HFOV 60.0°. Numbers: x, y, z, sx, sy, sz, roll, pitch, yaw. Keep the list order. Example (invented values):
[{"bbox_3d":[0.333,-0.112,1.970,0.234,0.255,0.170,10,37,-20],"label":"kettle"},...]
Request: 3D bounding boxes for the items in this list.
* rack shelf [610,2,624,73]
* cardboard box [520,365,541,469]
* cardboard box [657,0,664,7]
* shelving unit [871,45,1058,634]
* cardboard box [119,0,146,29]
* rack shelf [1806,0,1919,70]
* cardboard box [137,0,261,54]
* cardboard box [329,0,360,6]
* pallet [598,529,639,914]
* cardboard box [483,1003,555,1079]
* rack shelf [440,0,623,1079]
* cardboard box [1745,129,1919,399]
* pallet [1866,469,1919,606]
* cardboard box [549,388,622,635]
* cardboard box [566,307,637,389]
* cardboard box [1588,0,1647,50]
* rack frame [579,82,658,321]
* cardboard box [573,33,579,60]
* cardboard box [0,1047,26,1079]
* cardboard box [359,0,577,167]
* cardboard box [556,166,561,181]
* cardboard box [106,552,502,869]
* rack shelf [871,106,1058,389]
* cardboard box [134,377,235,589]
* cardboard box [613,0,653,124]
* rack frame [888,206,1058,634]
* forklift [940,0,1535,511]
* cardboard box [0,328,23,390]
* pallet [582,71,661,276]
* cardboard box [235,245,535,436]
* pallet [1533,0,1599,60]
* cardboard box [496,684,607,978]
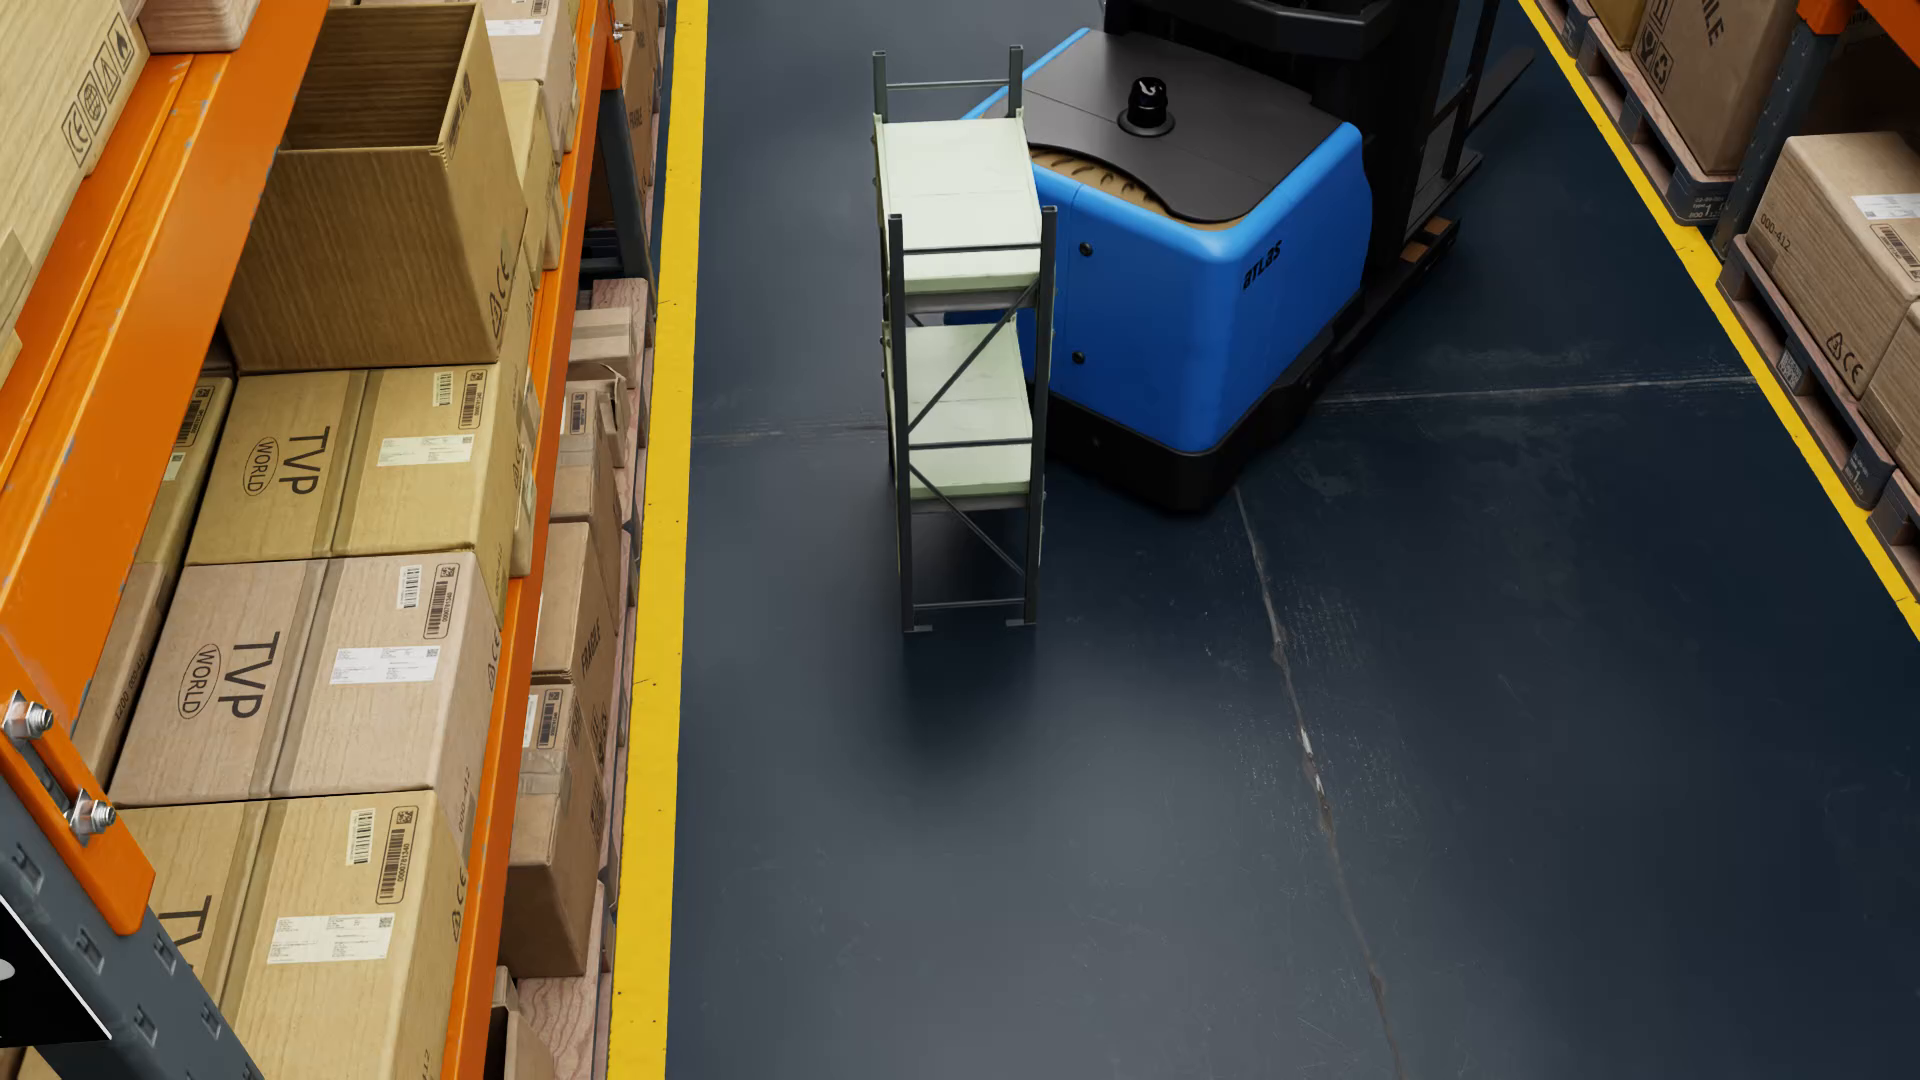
[{"bbox_3d":[-1.767,-3.038,6.557,1.077,0.370,4.000,-3,47,-3],"label":"rack shelf"},{"bbox_3d":[-1.119,-0.237,3.582,0.380,0.149,0.250,-3,47,-2],"label":"cardboard box"},{"bbox_3d":[-1.544,-2.609,7.087,0.500,0.500,0.500,-5,47,-5],"label":"cardboard box"},{"bbox_3d":[-0.002,-0.519,4.708,0.431,1.500,0.755,-3,47,-3],"label":"shelving unit"},{"bbox_3d":[-1.092,-0.731,1.709,0.500,0.250,0.500,-3,47,-3],"label":"cardboard box"},{"bbox_3d":[3.514,-0.449,4.104,1.077,0.370,4.000,-3,47,-3],"label":"rack shelf"},{"bbox_3d":[-1.030,-0.696,1.950,0.380,0.149,0.250,-3,47,-2],"label":"cardboard box"},{"bbox_3d":[-1.778,-1.152,4.174,0.500,0.250,0.500,-4,47,-4],"label":"cardboard box"},{"bbox_3d":[-1.437,0.502,4.629,1.003,0.211,1.213,-3,47,-3],"label":"pallet"},{"bbox_3d":[-1.221,1.321,3.363,0.797,0.503,0.637,-5,47,-5],"label":"cardboard box"},{"bbox_3d":[-1.432,-0.144,3.816,1.077,0.370,4.000,-3,47,-3],"label":"rack shelf"},{"bbox_3d":[3.292,-0.946,5.555,0.875,0.438,0.875,-4,47,-4],"label":"cardboard box"},{"bbox_3d":[3.438,0.256,4.863,1.003,0.211,1.213,-3,47,-3],"label":"pallet"},{"bbox_3d":[-1.341,-0.050,4.663,0.700,0.500,0.500,-5,47,-5],"label":"cardboard box"},{"bbox_3d":[-1.260,-0.617,5.443,0.380,0.149,0.250,-5,47,-4],"label":"cardboard box"},{"bbox_3d":[3.132,-2.654,6.871,0.875,0.875,0.875,-2,47,-2],"label":"cardboard box"},{"bbox_3d":[-1.599,-1.839,4.925,1.000,3.000,0.127,-3,47,-3],"label":"rack frame"},{"bbox_3d":[-1.277,-1.350,4.635,0.380,0.149,0.250,-2,47,-2],"label":"cardboard box"},{"bbox_3d":[-1.567,0.688,2.431,0.500,0.250,0.500,-2,47,-2],"label":"cardboard box"},{"bbox_3d":[-1.257,-1.174,4.194,0.500,0.250,0.500,-3,47,-3],"label":"cardboard box"},{"bbox_3d":[-1.237,-0.972,4.277,0.380,0.149,0.250,-2,47,-2],"label":"cardboard box"},{"bbox_3d":[-1.076,0.295,2.803,0.500,0.250,0.500,-3,47,-3],"label":"cardboard box"},{"bbox_3d":[-0.002,-0.788,4.425,0.431,0.370,0.720,-3,47,-3],"label":"rack shelf"},{"bbox_3d":[-1.646,-0.044,3.124,0.500,0.250,0.500,-2,47,-2],"label":"cardboard box"},{"bbox_3d":[-1.470,-1.872,6.389,0.500,0.500,0.500,-4,47,-4],"label":"cardboard box"},{"bbox_3d":[0.029,-0.255,4.457,0.400,1.500,0.023,-3,47,-3],"label":"rack frame"},{"bbox_3d":[1.208,-2.130,5.249,1.130,2.935,3.031,28,53,24],"label":"forklift"},{"bbox_3d":[-1.059,-0.134,1.418,0.380,0.149,0.250,-3,47,-2],"label":"cardboard box"},{"bbox_3d":[-1.705,-1.466,6.493,1.003,0.211,1.213,-3,47,-3],"label":"pallet"},{"bbox_3d":[-1.186,-0.440,3.499,0.500,0.250,0.500,-5,47,-4],"label":"cardboard box"},{"bbox_3d":[3.102,-2.623,7.588,1.003,0.211,1.213,-3,47,-3],"label":"pallet"},{"bbox_3d":[-1.254,0.701,3.952,0.700,0.500,0.500,-2,47,-2],"label":"cardboard box"}]
